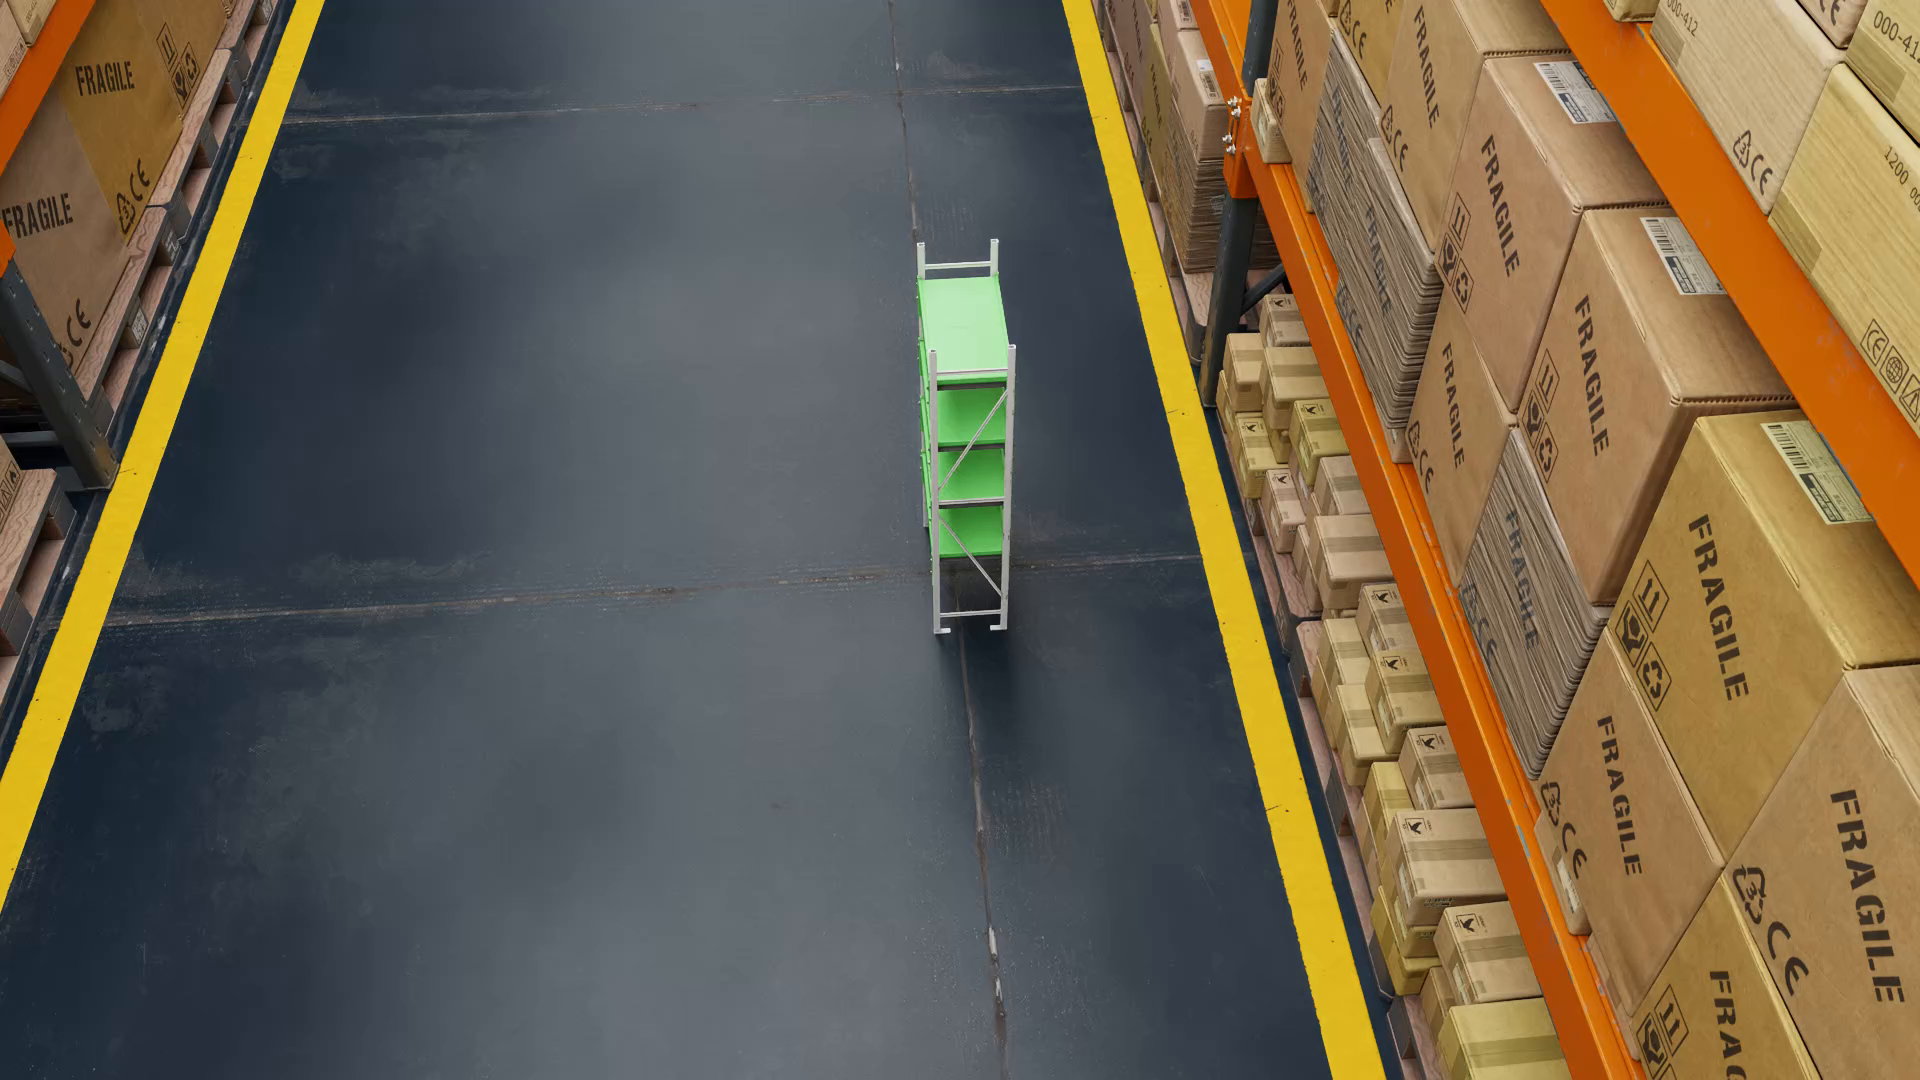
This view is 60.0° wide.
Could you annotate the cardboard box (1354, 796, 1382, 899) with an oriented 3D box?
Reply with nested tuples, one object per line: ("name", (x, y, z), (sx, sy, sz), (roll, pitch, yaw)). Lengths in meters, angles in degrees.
("cardboard box", (1.307, 0.834, 4.568), (0.380, 0.149, 0.250), (-3, 47, -3))

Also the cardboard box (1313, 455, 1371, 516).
("cardboard box", (1.304, -0.130, 5.072), (0.380, 0.149, 0.250), (-5, 47, -4))

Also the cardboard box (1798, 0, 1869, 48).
("cardboard box", (1.362, -0.910, 2.239), (0.500, 0.250, 0.500), (-3, 47, -3))

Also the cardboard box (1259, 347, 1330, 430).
("cardboard box", (1.190, -0.498, 5.420), (0.380, 0.149, 0.250), (-1, 47, -1))

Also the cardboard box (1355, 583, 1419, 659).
("cardboard box", (1.349, 0.251, 4.711), (0.380, 0.149, 0.250), (-5, 47, -5))

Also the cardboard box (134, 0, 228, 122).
("cardboard box", (-3.810, -2.377, 7.110), (0.875, 0.875, 0.875), (-3, 47, -3))

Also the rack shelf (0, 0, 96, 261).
("rack shelf", (-3.688, -2.419, 6.471), (1.077, 0.370, 4.000), (-3, 47, -3))

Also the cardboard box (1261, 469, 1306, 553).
("cardboard box", (1.208, -0.106, 5.458), (0.380, 0.149, 0.250), (-4, 47, -3))

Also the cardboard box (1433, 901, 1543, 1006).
("cardboard box", (1.371, 1.008, 3.994), (0.380, 0.149, 0.250), (-5, 47, -5))

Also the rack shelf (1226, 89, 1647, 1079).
("rack shelf", (1.571, 0.101, 4.084), (1.077, 0.370, 4.000), (-3, 47, -3))

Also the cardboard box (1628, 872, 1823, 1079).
("cardboard box", (1.444, 0.854, 2.601), (0.500, 0.500, 0.500), (-3, 47, -2))

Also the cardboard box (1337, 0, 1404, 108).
("cardboard box", (1.257, -1.359, 4.009), (0.500, 0.500, 0.500), (-5, 47, -4))

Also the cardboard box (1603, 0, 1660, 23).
("cardboard box", (1.294, -1.105, 2.767), (0.500, 0.250, 0.500), (-2, 47, -2))

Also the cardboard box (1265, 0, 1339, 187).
("cardboard box", (1.194, -1.357, 4.695), (0.500, 0.500, 0.500), (-4, 47, -4))

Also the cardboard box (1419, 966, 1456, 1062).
("cardboard box", (1.394, 1.214, 4.209), (0.380, 0.149, 0.250), (-3, 47, -3))

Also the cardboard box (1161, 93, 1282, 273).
("cardboard box", (1.090, -1.399, 6.441), (0.500, 0.500, 0.500), (-4, 47, -4))

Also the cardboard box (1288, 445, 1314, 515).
("cardboard box", (1.282, -0.227, 5.368), (0.380, 0.149, 0.250), (-4, 47, -4))

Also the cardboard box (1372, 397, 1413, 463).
("cardboard box", (1.260, -0.333, 4.172), (0.380, 0.149, 0.250), (-2, 47, -2))

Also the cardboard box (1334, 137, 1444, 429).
("cardboard box", (1.248, -0.633, 4.009), (0.500, 0.500, 0.500), (-4, 47, -4))

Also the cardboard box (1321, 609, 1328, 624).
("cardboard box", (1.337, 0.267, 5.105), (0.380, 0.149, 0.250), (-5, 47, -5))

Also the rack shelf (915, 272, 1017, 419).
("rack shelf", (0.014, -0.579, 4.899), (0.258, 0.148, 0.480), (-3, 47, -3))

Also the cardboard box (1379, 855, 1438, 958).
("cardboard box", (1.308, 0.920, 4.283), (0.380, 0.149, 0.250), (-3, 47, -3))

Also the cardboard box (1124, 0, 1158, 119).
("cardboard box", (1.009, -2.141, 7.145), (0.500, 0.500, 0.500), (-4, 47, -4))

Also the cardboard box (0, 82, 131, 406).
("cardboard box", (-3.653, -1.077, 5.878), (0.875, 0.875, 0.875), (-2, 47, -2))

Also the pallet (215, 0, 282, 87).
("pallet", (-3.865, -2.580, 8.048), (1.003, 0.211, 1.213), (-3, 47, -3))

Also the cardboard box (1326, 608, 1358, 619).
("cardboard box", (1.301, 0.169, 4.993), (0.380, 0.149, 0.250), (-2, 47, -1))

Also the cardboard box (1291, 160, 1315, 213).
("cardboard box", (1.197, -1.100, 4.899), (0.380, 0.149, 0.250), (-2, 47, -2))

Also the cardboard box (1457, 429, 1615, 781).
("cardboard box", (1.354, 0.115, 3.301), (0.500, 0.500, 0.500), (-3, 47, -3))

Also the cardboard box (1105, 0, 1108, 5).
("cardboard box", (0.919, -2.882, 7.846), (0.500, 0.500, 0.500), (-3, 47, -3))

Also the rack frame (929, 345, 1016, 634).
("rack frame", (0.034, -0.116, 5.034), (0.240, 1.200, 0.015), (-3, 47, -3))

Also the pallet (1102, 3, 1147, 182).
("pallet", (1.231, -2.083, 7.577), (1.003, 0.211, 1.213), (-3, 47, -3))

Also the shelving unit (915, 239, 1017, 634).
("shelving unit", (0.014, -0.293, 5.201), (0.258, 1.200, 0.503), (-3, 47, -3))

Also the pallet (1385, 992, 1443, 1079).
("pallet", (1.699, 1.614, 4.076), (1.003, 0.211, 1.213), (-3, 47, -3))

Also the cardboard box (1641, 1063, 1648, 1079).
("cardboard box", (1.446, 0.986, 2.924), (0.380, 0.149, 0.250), (-4, 47, -3))

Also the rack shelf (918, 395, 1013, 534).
("rack shelf", (0.014, -0.249, 5.247), (0.258, 0.148, 0.480), (-3, 47, -3))

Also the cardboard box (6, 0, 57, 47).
("cardboard box", (-3.340, -1.877, 5.565), (0.500, 0.250, 0.500), (-5, 47, -4))

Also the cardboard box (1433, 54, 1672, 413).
("cardboard box", (1.310, -0.621, 3.310), (0.500, 0.500, 0.500), (-5, 47, -5))

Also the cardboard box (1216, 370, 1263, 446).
("cardboard box", (1.114, -0.475, 5.808), (0.380, 0.149, 0.250), (-5, 47, -5))

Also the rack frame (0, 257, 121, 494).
("rack frame", (-3.521, -1.220, 4.839), (1.000, 3.000, 0.127), (-3, 47, -3))

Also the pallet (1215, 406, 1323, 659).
("pallet", (1.495, -0.151, 5.748), (1.003, 0.211, 1.213), (-3, 47, -3))

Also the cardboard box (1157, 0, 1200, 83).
("cardboard box", (1.059, -2.033, 6.525), (0.500, 0.250, 0.500), (-1, 47, -1))

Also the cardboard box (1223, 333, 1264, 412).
("cardboard box", (1.115, -0.578, 5.701), (0.380, 0.149, 0.250), (-2, 47, -1))

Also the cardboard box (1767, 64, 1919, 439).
("cardboard box", (1.386, -0.361, 2.064), (0.500, 0.250, 0.500), (-3, 47, -3))

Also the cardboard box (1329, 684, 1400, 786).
("cardboard box", (1.254, 0.535, 4.646), (0.380, 0.149, 0.250), (-3, 47, -3))

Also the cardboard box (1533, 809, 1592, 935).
("cardboard box", (1.365, 0.622, 3.268), (0.380, 0.149, 0.250), (-2, 47, -2))

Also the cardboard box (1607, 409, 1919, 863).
("cardboard box", (1.410, 0.137, 2.592), (0.500, 0.500, 0.500), (-5, 47, -5))

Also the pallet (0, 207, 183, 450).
("pallet", (-3.661, -0.815, 6.376), (1.003, 0.211, 1.213), (-3, 47, -3))

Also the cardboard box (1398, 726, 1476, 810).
("cardboard box", (1.381, 0.619, 4.362), (0.380, 0.149, 0.250), (-5, 47, -5))
